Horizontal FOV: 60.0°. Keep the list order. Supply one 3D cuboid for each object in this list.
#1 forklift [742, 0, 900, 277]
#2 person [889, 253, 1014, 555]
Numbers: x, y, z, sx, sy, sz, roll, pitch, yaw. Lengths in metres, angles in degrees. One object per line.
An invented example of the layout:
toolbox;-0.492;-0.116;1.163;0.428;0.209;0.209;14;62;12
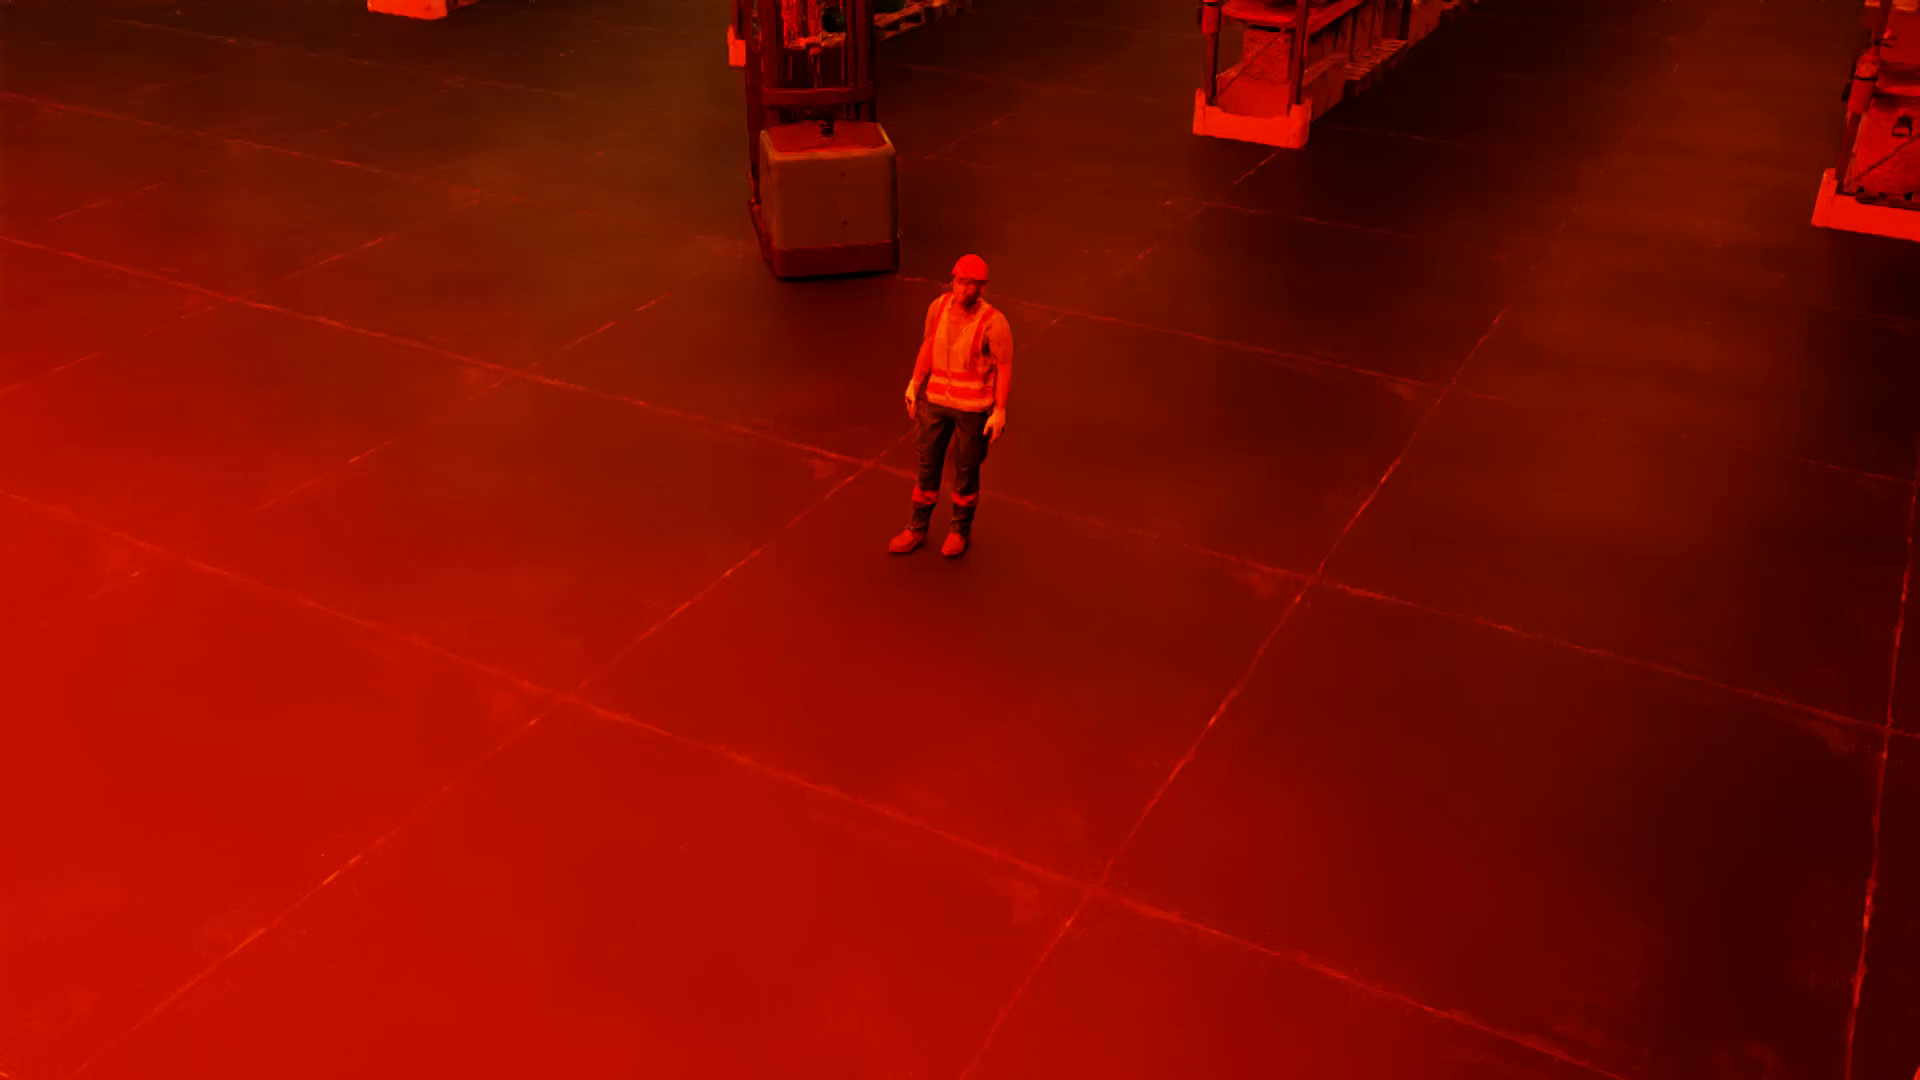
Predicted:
forklift;-1.313;-4.140;14.244;1.130;2.935;3.031;-6;31;-11
person;-0.048;-0.748;9.496;0.637;1.787;0.563;15;33;25
